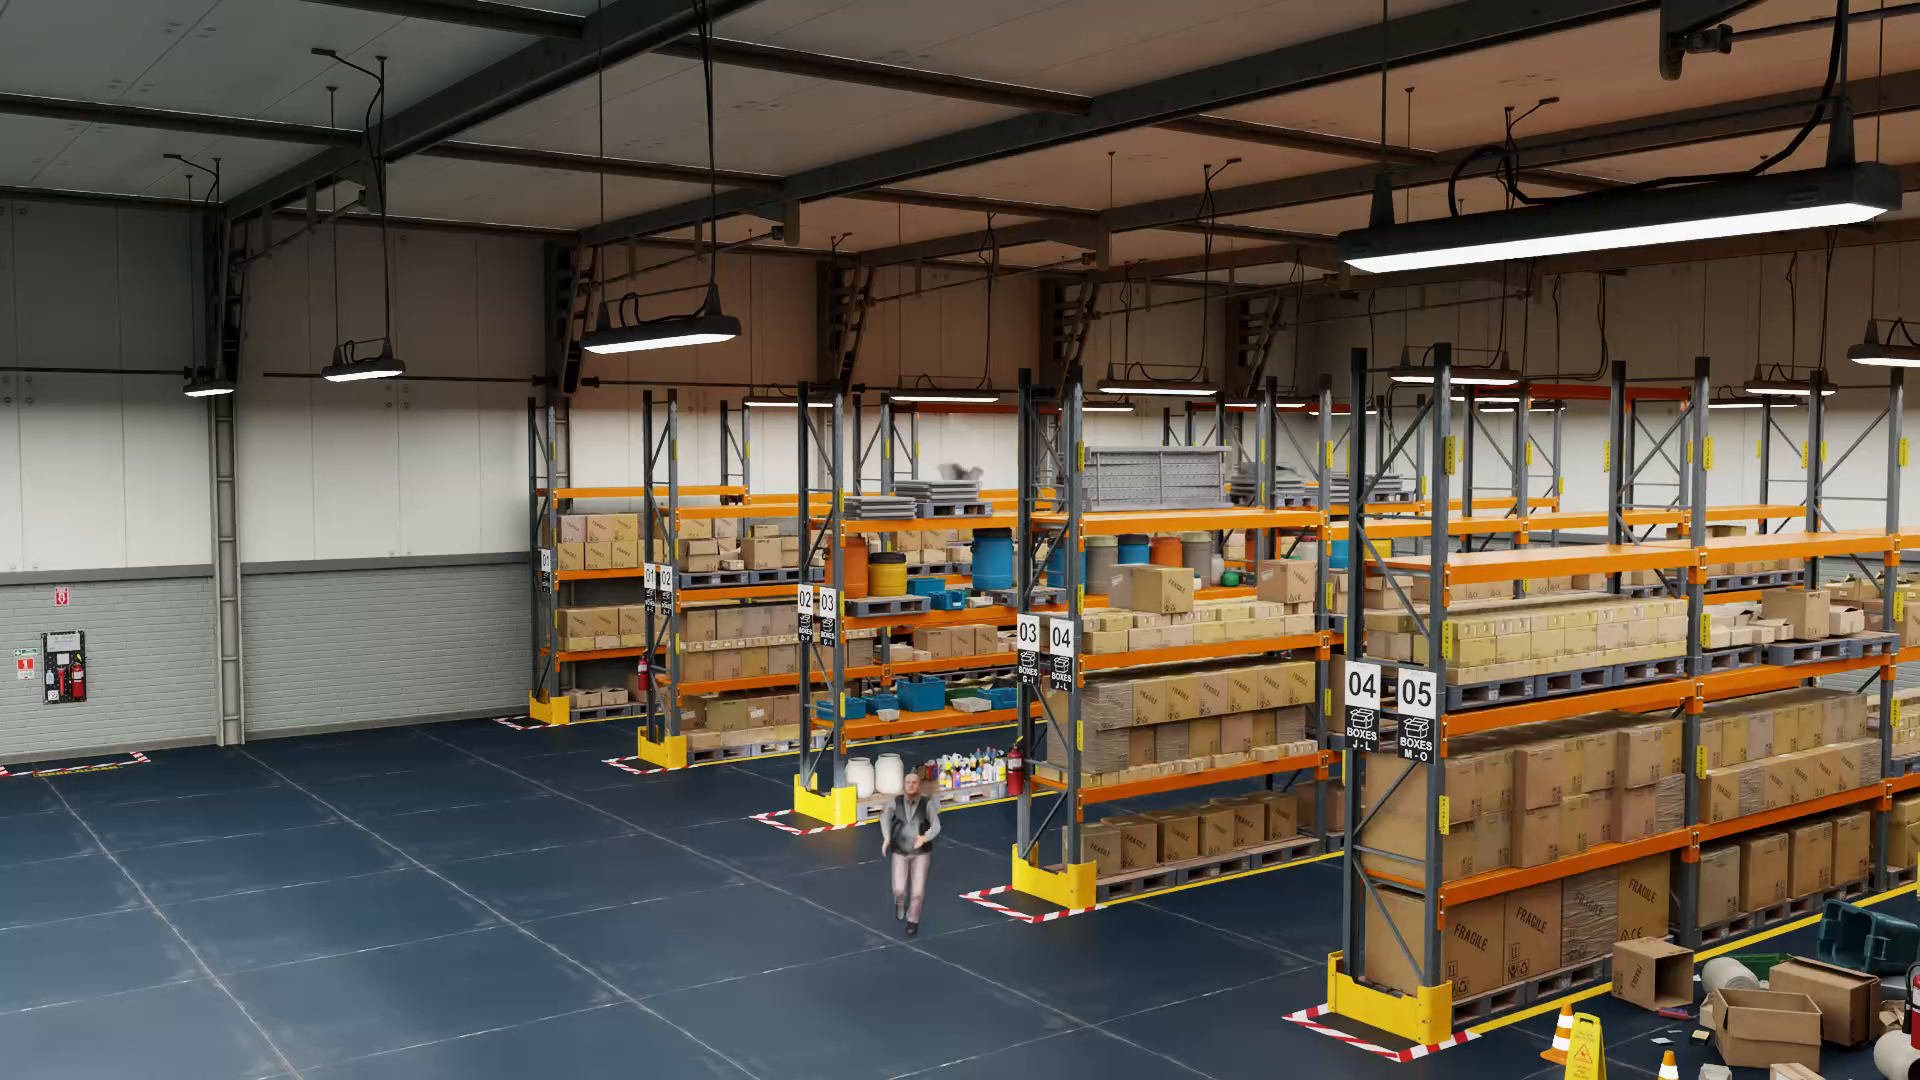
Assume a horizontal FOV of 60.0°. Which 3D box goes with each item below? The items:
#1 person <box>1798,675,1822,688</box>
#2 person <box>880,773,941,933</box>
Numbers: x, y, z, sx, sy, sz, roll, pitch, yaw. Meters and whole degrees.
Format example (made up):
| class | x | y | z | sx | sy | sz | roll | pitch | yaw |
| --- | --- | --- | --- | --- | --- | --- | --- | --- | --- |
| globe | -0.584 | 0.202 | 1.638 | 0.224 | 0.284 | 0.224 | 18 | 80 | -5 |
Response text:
| class | x | y | z | sx | sy | sz | roll | pitch | yaw |
| --- | --- | --- | --- | --- | --- | --- | --- | --- | --- |
| person | 14.823 | 2.641 | 29.191 | 0.663 | 1.711 | 0.825 | -1 | 4 | -24 |
| person | -0.526 | 3.296 | 17.438 | 0.652 | 1.683 | 0.569 | 0 | 3 | 2 |
